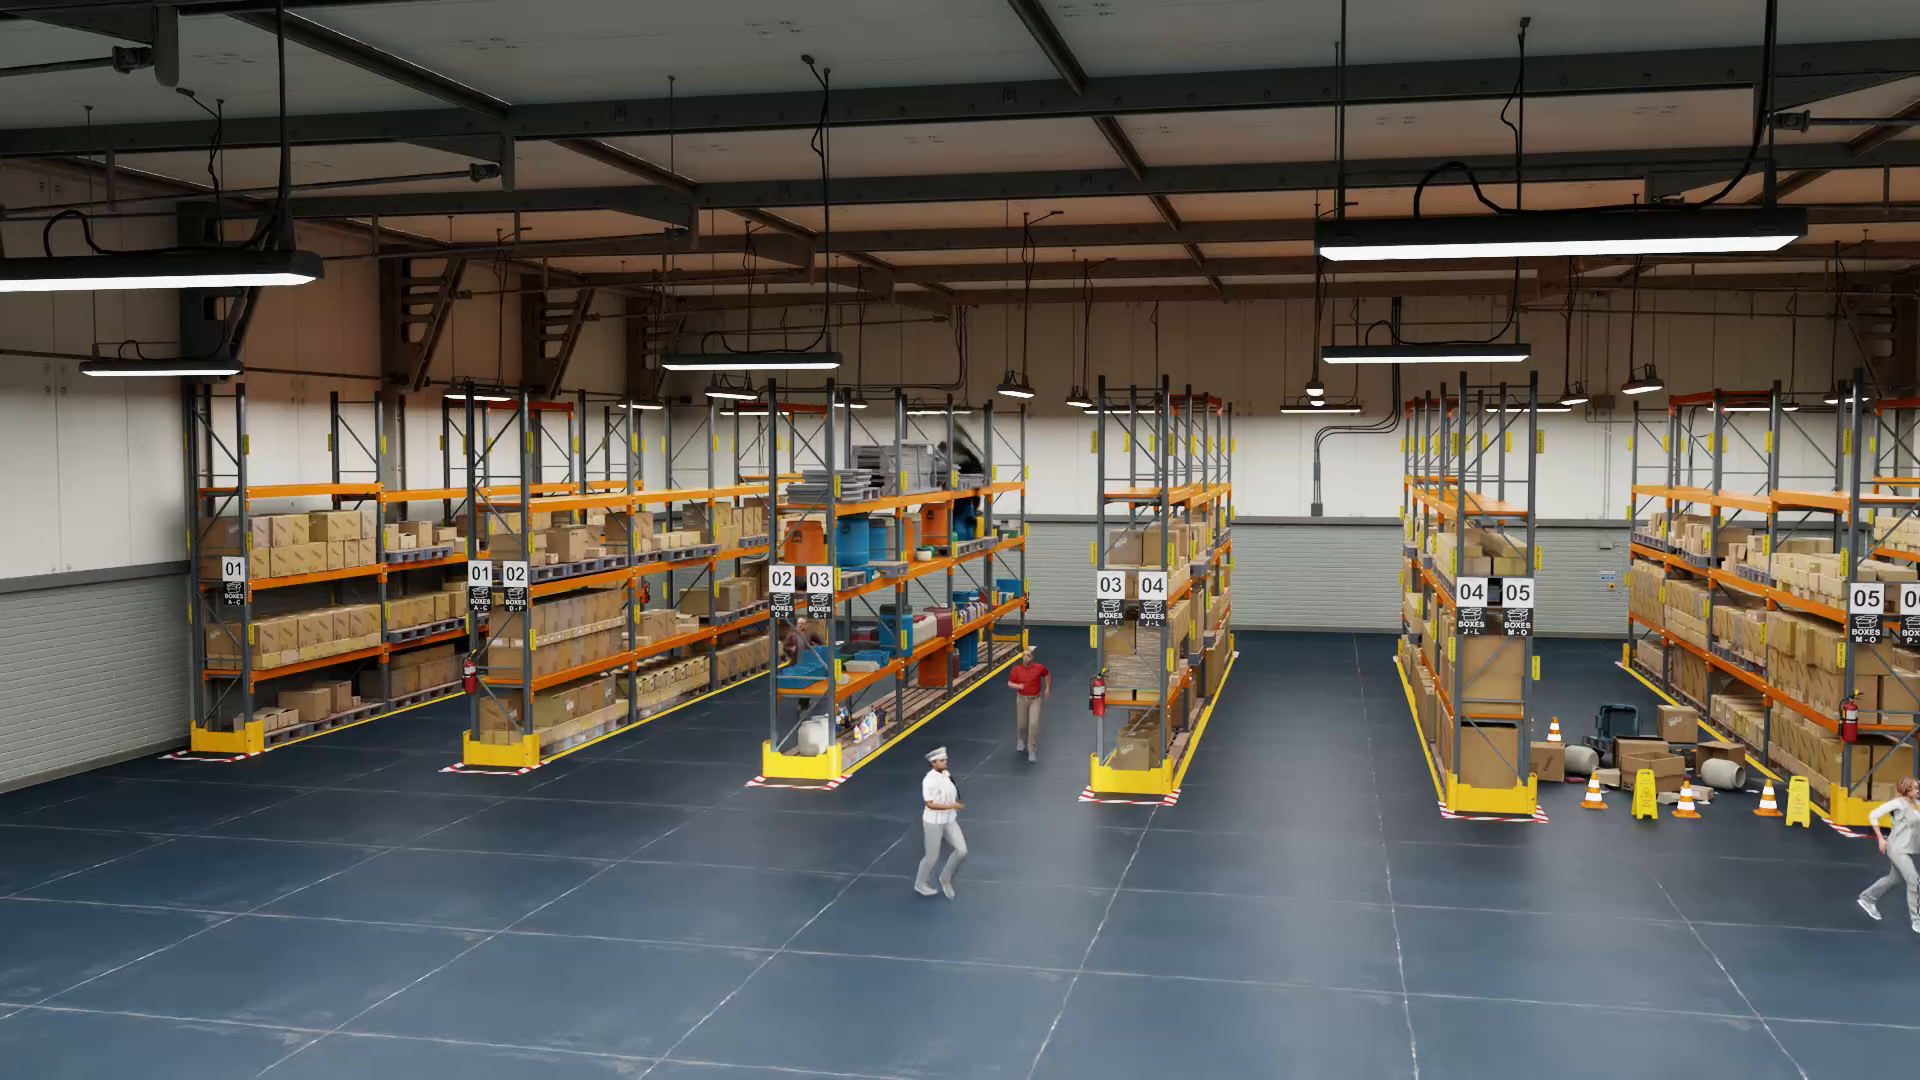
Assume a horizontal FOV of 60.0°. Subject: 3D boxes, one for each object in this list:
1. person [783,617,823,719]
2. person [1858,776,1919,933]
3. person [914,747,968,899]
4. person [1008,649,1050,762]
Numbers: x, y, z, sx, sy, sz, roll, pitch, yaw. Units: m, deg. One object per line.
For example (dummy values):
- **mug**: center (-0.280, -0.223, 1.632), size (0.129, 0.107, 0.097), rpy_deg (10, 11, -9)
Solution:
- **person**: center (-2.922, 2.448, 30.777), size (0.677, 1.650, 0.865), rpy_deg (1, 3, 10)
- **person**: center (9.626, 3.211, 17.035), size (0.521, 1.595, 0.855), rpy_deg (-2, 4, -33)
- **person**: center (-0.196, 3.115, 18.278), size (0.688, 1.701, 0.544), rpy_deg (3, 4, 40)
- **person**: center (1.107, 2.619, 26.678), size (0.671, 1.769, 0.964), rpy_deg (0, 3, 6)
